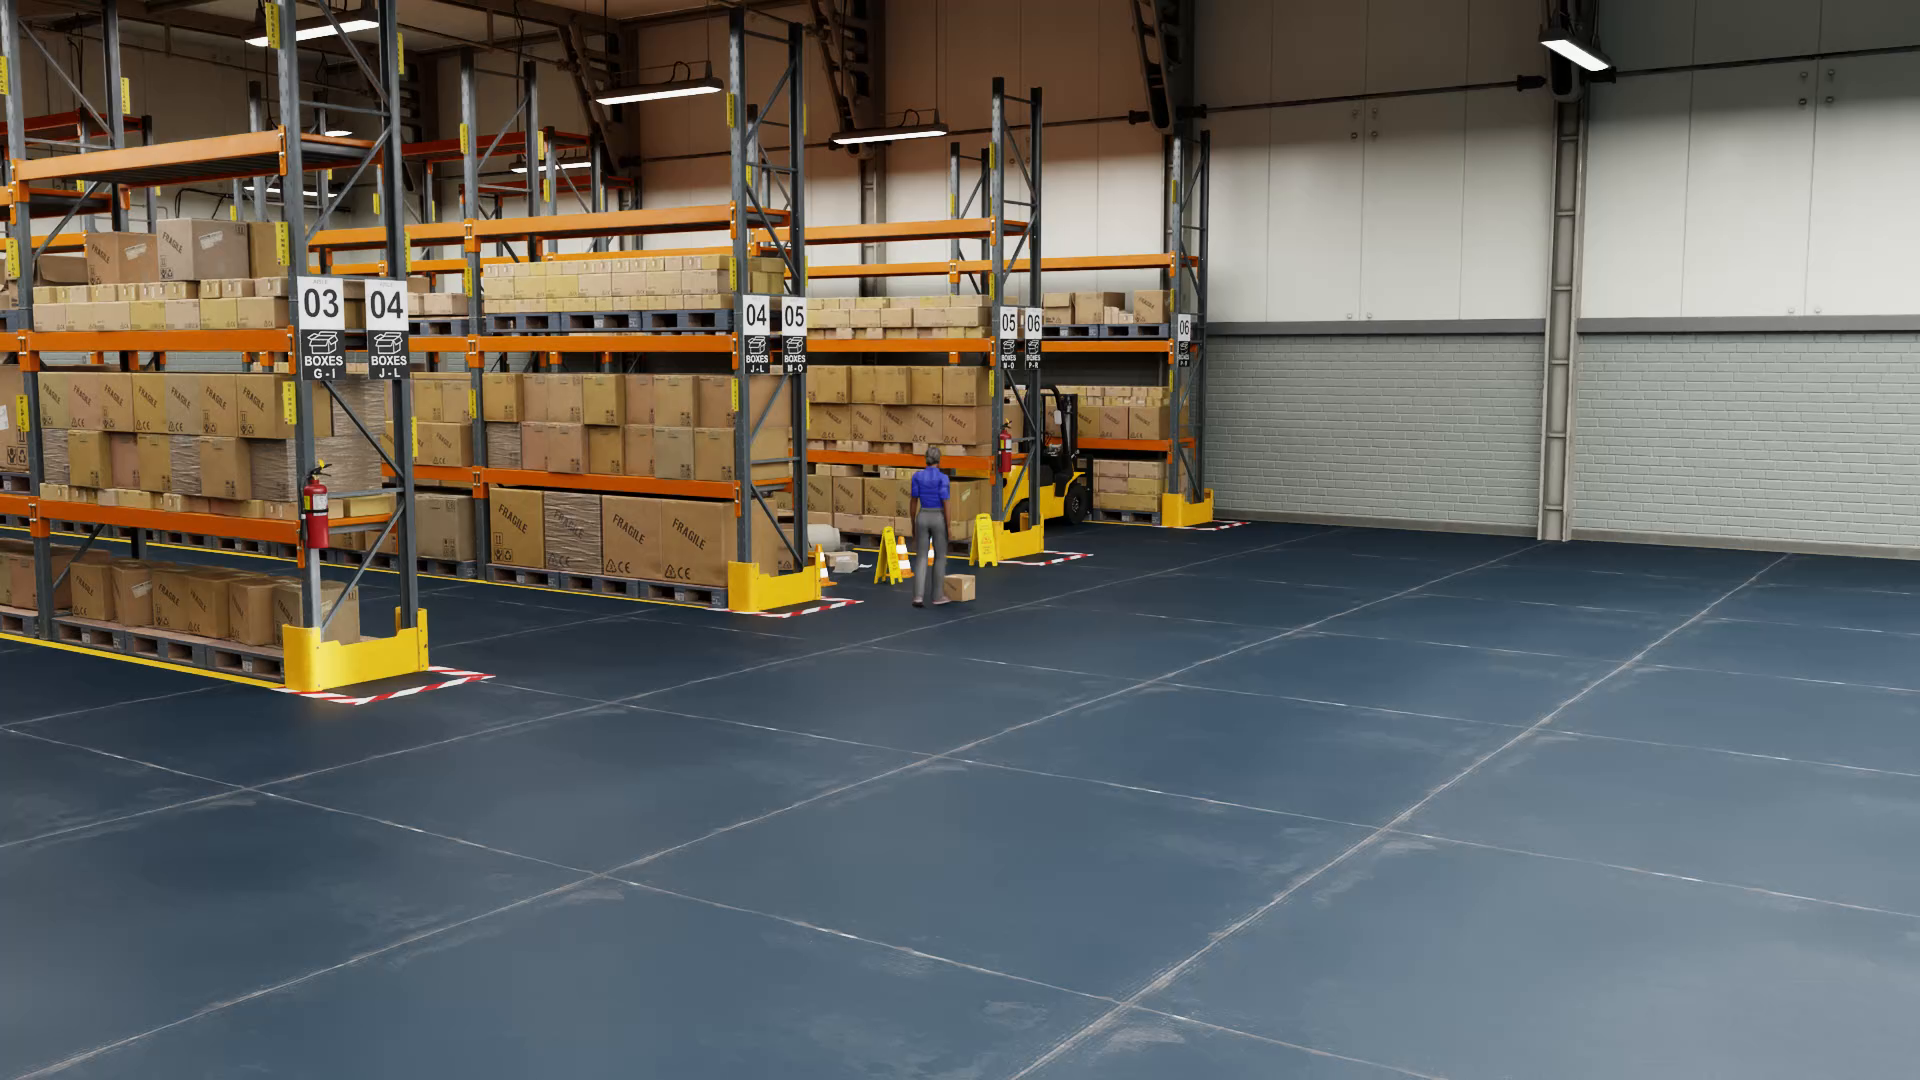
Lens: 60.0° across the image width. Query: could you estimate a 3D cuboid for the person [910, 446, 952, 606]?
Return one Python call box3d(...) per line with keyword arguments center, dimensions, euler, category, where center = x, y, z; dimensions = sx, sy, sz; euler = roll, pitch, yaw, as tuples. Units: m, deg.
box3d(center=(-0.302, -0.144, 17.257), dimensions=(0.471, 1.665, 0.493), euler=(2, 7, 20), category="person")
